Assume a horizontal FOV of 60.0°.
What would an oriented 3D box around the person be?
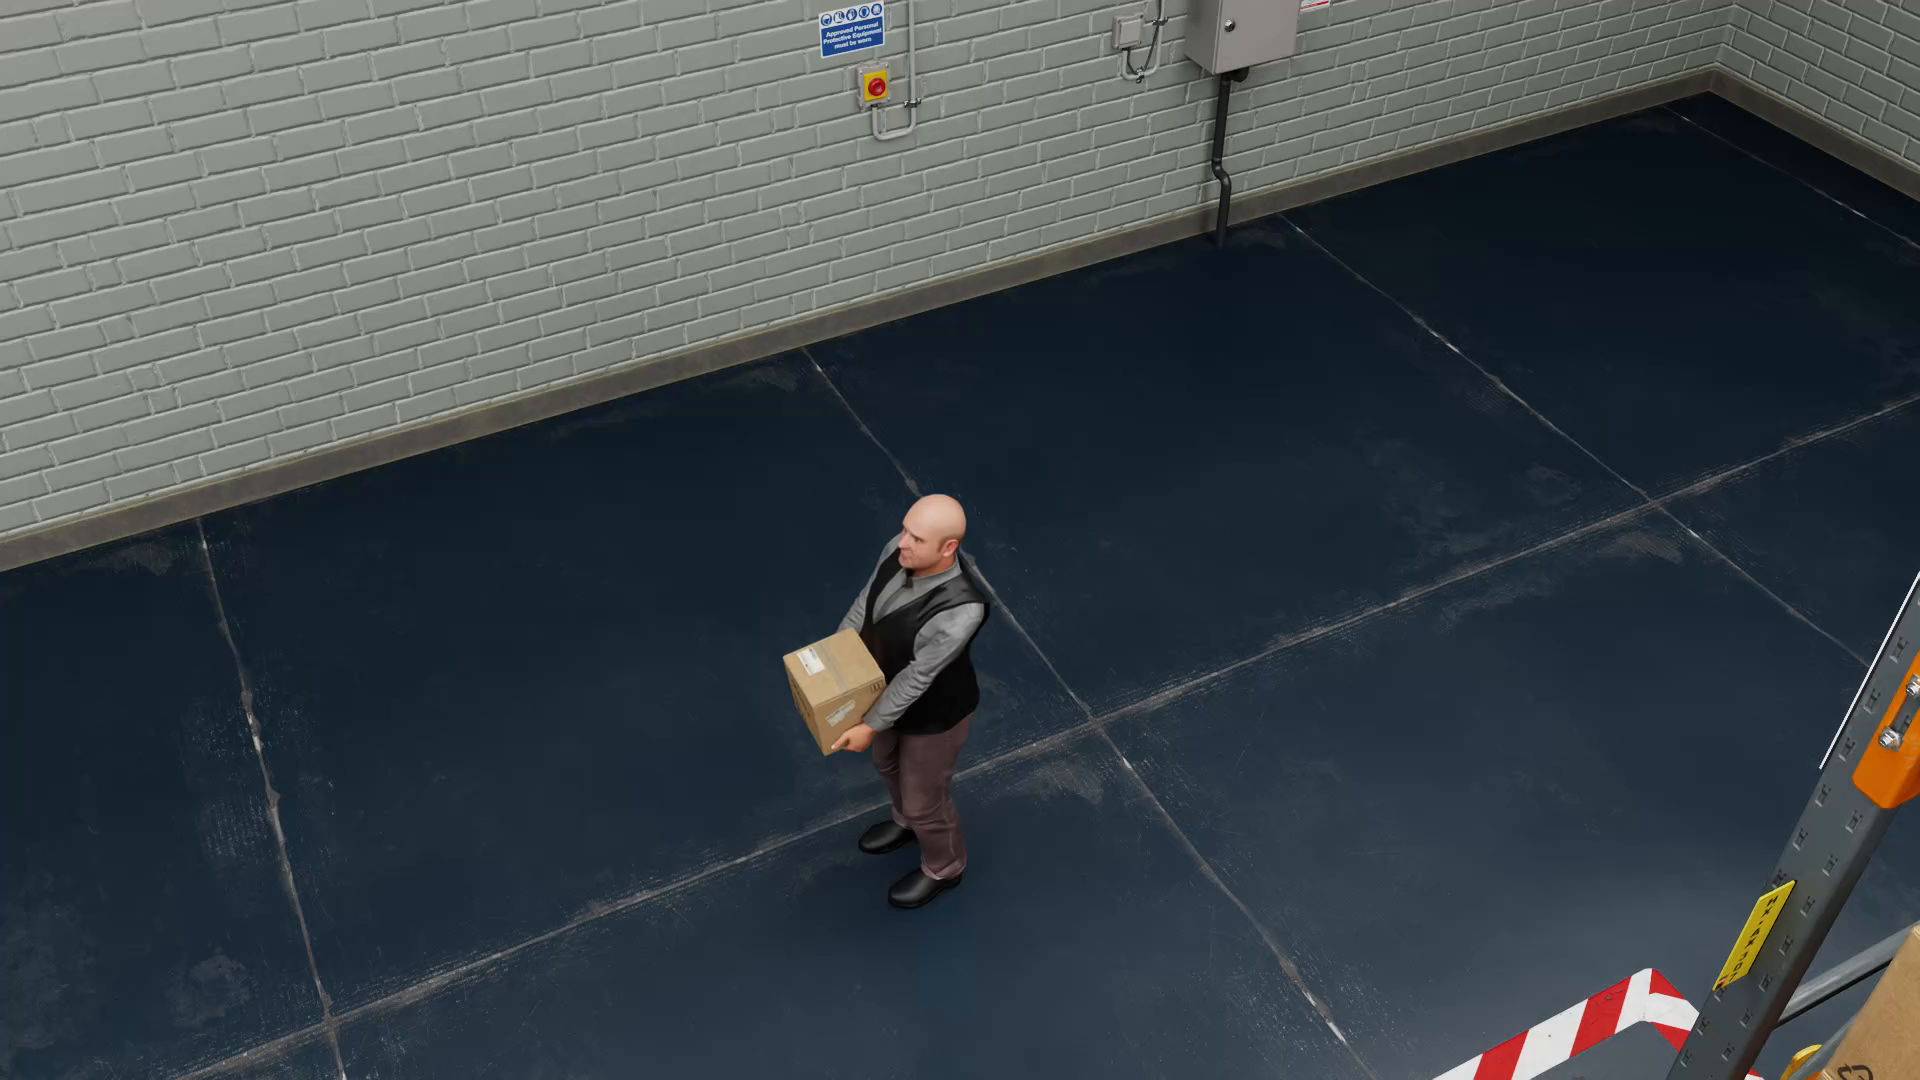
[{"bbox_3d":[-0.214,0.568,5.530,0.551,1.711,0.494,-18,44,-20],"label":"person"}]
